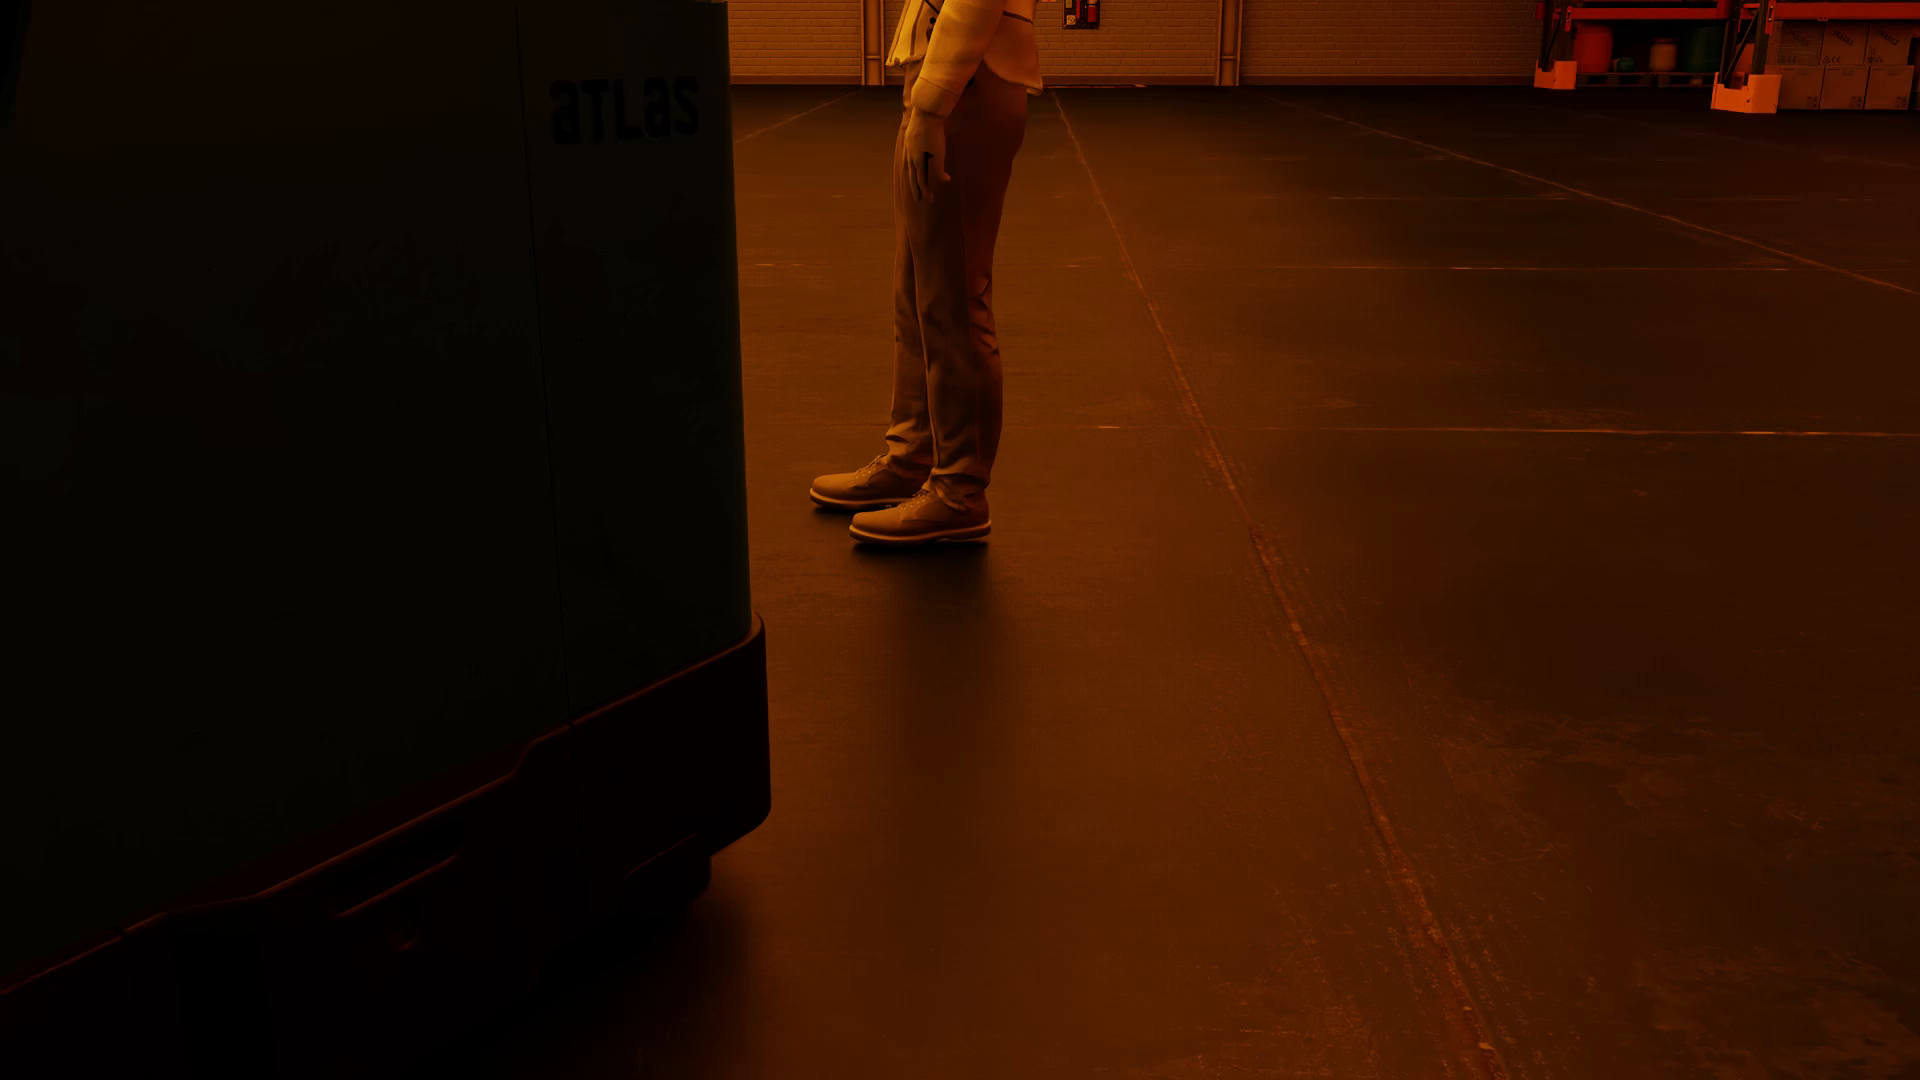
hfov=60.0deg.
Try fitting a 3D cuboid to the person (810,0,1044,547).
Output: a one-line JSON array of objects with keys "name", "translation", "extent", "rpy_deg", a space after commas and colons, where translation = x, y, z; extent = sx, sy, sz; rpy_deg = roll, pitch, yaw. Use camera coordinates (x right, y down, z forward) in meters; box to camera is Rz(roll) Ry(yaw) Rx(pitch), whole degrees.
[{"name": "person", "translation": [-0.069, -0.819, 3.127], "extent": [0.529, 1.694, 0.587], "rpy_deg": [1, 17, 2]}]

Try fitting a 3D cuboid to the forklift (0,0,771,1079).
[{"name": "forklift", "translation": [-1.456, -0.714, 0.729], "extent": [1.130, 2.935, 3.031], "rpy_deg": [11, 20, 31]}]
